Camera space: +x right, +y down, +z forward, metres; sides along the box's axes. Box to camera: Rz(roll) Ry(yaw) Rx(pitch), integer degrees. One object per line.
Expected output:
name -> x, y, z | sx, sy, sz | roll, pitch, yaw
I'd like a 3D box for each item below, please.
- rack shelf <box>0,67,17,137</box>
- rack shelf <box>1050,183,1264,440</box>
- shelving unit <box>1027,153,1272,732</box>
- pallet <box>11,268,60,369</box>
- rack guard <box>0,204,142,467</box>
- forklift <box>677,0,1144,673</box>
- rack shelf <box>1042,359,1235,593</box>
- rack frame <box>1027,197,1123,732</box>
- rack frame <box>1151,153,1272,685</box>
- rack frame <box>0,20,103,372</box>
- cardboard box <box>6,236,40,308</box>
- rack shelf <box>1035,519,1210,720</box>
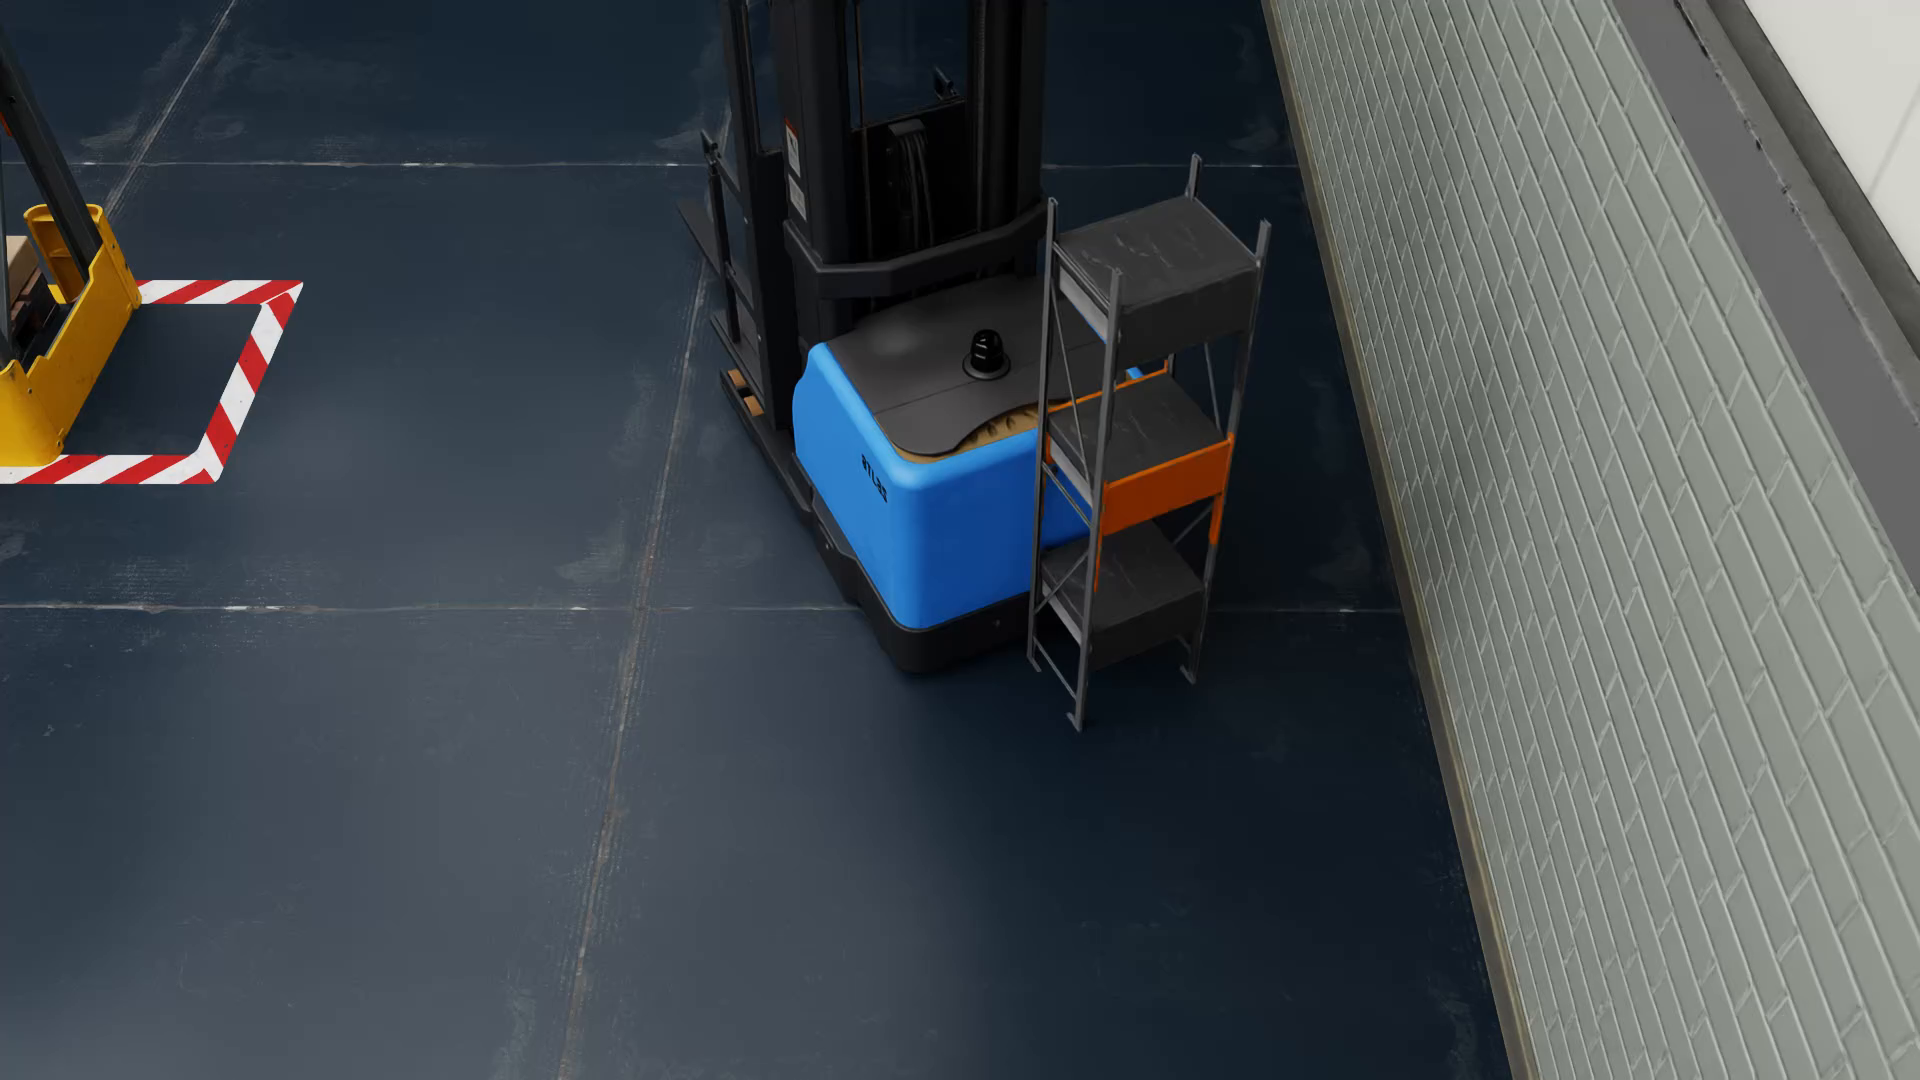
rack shelf -> -5.931, -1.521, 6.608 | 4.000, 0.370, 1.077 | 0, 47, 0
rack shelf -> 0.569, -0.691, 5.021 | 0.480, 0.518, 0.431 | -20, 50, -18
shelving unit -> 0.569, -0.223, 5.523 | 0.503, 2.100, 0.431 | -20, 50, -18
pallet -> -4.805, -0.812, 7.362 | 1.213, 0.211, 1.003 | 0, 47, 0
rack guard -> -4.007, -0.910, 7.255 | 0.348, 0.500, 1.175 | 0, 47, 0
forklift -> -0.394, -1.591, 6.229 | 1.130, 2.935, 3.031 | -20, 50, -17
rack shelf -> 0.569, -0.214, 5.533 | 0.480, 0.518, 0.431 | -20, 50, -18
rack frame -> 0.351, -0.143, 5.448 | 0.015, 2.100, 0.400 | -20, 50, -18
rack frame -> 0.787, -0.304, 5.598 | 0.015, 2.100, 0.400 | -20, 50, -18
rack frame -> -3.931, -1.761, 6.340 | 0.127, 3.000, 1.000 | 0, 47, 0
cardboard box -> -4.349, -1.192, 7.458 | 0.250, 0.149, 0.380 | 0, 47, 0
rack shelf -> 0.569, 0.263, 6.046 | 0.480, 0.518, 0.431 | -20, 50, -18
